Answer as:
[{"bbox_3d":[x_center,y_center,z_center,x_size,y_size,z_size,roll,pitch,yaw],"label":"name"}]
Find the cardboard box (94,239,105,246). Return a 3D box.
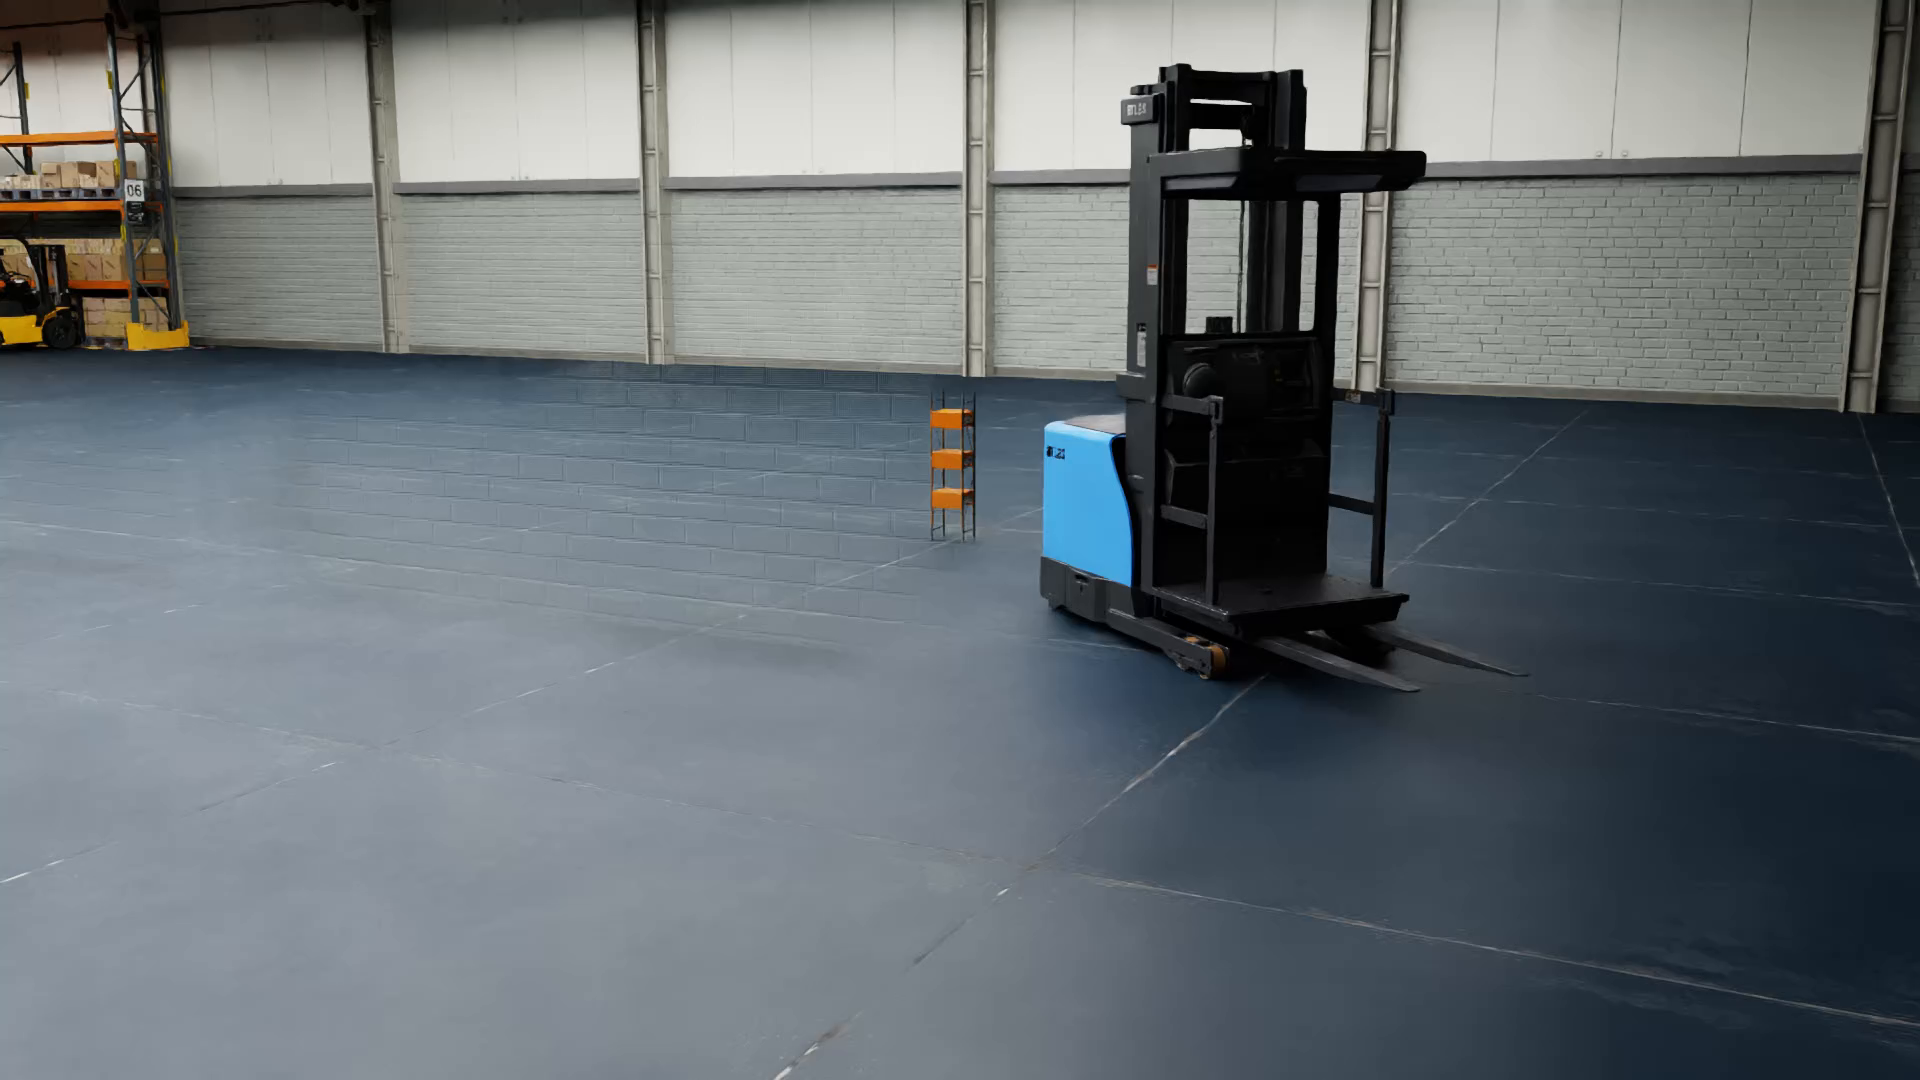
[{"bbox_3d":[-16.530,-5.766,32.227,0.250,0.149,0.380,5,12,27],"label":"cardboard box"}]

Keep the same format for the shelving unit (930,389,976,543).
[{"bbox_3d":[-0.048,-0.521,11.660,0.252,1.050,0.215,5,11,26],"label":"shelving unit"}]

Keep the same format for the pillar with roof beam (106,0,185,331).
[{"bbox_3d":[-17.765,-7.689,28.946,0.548,9.000,9.100,5,11,26],"label":"pillar with roof beam"}]

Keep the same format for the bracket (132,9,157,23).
[{"bbox_3d":[-15.645,-10.058,31.930,0.430,0.232,0.235,5,11,26],"label":"bracket"}]

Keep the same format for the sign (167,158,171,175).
[{"bbox_3d":[-15.383,-7.259,32.316,0.005,0.325,0.100,5,11,26],"label":"sign"}]

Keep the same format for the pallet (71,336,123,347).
[{"bbox_3d":[-17.429,-4.003,33.257,1.213,0.211,1.003,5,11,26],"label":"pallet"}]

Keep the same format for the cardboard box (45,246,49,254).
[{"bbox_3d":[-17.917,-5.737,32.902,0.250,0.149,0.380,5,11,24],"label":"cardboard box"}]

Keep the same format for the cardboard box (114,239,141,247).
[{"bbox_3d":[-16.049,-5.735,32.057,0.250,0.149,0.380,5,11,26],"label":"cardboard box"}]

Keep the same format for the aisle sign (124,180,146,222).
[{"bbox_3d":[-15.705,-6.453,31.661,0.004,0.787,0.394,5,11,26],"label":"aisle sign"}]

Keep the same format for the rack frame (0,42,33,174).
[{"bbox_3d":[-19.221,-8.493,33.388,0.127,3.000,1.000,5,11,26],"label":"rack frame"}]

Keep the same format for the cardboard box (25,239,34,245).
[{"bbox_3d":[-18.374,-5.921,33.088,0.250,0.149,0.380,5,12,27],"label":"cardboard box"}]

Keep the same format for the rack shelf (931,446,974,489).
[{"bbox_3d":[-0.048,-0.510,11.662,0.240,0.259,0.215,5,11,26],"label":"rack shelf"}]

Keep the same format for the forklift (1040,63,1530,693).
[{"bbox_3d":[1.543,-0.857,8.235,1.130,2.935,3.031,-5,11,-25],"label":"forklift"}]

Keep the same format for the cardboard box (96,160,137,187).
[{"bbox_3d":[-16.139,-7.003,31.836,0.500,0.500,0.500,5,12,28],"label":"cardboard box"}]

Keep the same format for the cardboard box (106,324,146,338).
[{"bbox_3d":[-16.195,-4.066,32.314,0.500,0.250,0.500,5,11,26],"label":"cardboard box"}]

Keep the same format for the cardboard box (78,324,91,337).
[{"bbox_3d":[-17.082,-4.147,32.765,0.500,0.250,0.500,5,11,26],"label":"cardboard box"}]

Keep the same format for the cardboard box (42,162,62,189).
[{"bbox_3d":[-17.521,-7.153,32.658,0.637,0.503,0.797,5,12,28],"label":"cardboard box"}]

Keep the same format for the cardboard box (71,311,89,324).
[{"bbox_3d":[-17.126,-4.392,32.714,0.500,0.250,0.500,5,11,25],"label":"cardboard box"}]

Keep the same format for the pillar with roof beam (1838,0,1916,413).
[{"bbox_3d":[9.139,-5.325,15.884,0.400,9.000,9.100,5,11,26],"label":"pillar with roof beam"}]

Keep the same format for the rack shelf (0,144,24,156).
[{"bbox_3d":[-21.015,-8.100,34.358,4.000,0.370,1.077,5,11,26],"label":"rack shelf"}]

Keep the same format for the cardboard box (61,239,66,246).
[{"bbox_3d":[-17.427,-5.855,32.720,0.250,0.149,0.380,5,11,27],"label":"cardboard box"}]

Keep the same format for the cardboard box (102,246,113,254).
[{"bbox_3d":[-16.312,-5.592,32.103,0.250,0.149,0.380,5,12,27],"label":"cardboard box"}]

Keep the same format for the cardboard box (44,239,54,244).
[{"bbox_3d":[-17.877,-5.894,32.938,0.250,0.149,0.380,5,11,26],"label":"cardboard box"}]

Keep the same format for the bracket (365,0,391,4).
[{"bbox_3d":[-10.264,-9.585,29.318,0.430,0.232,0.235,5,11,26],"label":"bracket"}]

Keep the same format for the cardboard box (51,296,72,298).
[{"bbox_3d":[-18.021,-4.719,33.115,0.500,0.250,0.500,5,12,28],"label":"cardboard box"}]

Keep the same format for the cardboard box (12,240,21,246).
[{"bbox_3d":[-18.784,-5.980,33.410,0.250,0.149,0.380,5,11,27],"label":"cardboard box"}]

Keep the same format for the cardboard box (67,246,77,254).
[{"bbox_3d":[-17.230,-5.674,32.555,0.250,0.149,0.380,5,11,26],"label":"cardboard box"}]

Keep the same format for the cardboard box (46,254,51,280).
[{"bbox_3d":[-18.010,-5.435,33.058,0.500,0.500,0.500,5,11,25],"label":"cardboard box"}]

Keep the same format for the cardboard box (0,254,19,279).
[{"bbox_3d":[-18.939,-5.513,33.490,0.500,0.500,0.500,5,11,24],"label":"cardboard box"}]

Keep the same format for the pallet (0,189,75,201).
[{"bbox_3d":[-18.445,-6.910,33.314,1.213,0.211,1.003,5,11,26],"label":"pallet"}]

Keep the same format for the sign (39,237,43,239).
[{"bbox_3d":[-18.977,-6.094,34.329,0.005,0.325,0.100,5,11,26],"label":"sign"}]

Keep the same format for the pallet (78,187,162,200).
[{"bbox_3d":[-16.257,-6.718,32.252,1.213,0.211,1.003,5,11,26],"label":"pallet"}]

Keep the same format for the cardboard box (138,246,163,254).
[{"bbox_3d":[-15.824,-5.662,32.491,0.250,0.149,0.380,5,11,24],"label":"cardboard box"}]

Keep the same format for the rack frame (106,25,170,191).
[{"bbox_3d":[-15.634,-8.178,31.646,0.127,3.000,1.000,5,11,26],"label":"rack frame"}]

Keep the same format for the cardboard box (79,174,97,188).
[{"bbox_3d":[-16.739,-6.928,32.082,0.258,0.266,0.396,5,11,26],"label":"cardboard box"}]

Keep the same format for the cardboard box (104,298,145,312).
[{"bbox_3d":[-16.185,-4.558,32.224,0.500,0.250,0.500,5,12,28],"label":"cardboard box"}]

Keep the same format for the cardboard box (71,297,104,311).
[{"bbox_3d":[-17.103,-4.635,32.652,0.500,0.250,0.500,5,11,27],"label":"cardboard box"}]

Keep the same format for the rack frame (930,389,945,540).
[{"bbox_3d":[-0.157,-0.530,11.713,0.008,1.050,0.200,5,11,26],"label":"rack frame"}]

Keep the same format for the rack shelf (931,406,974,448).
[{"bbox_3d":[-0.048,-0.790,11.611,0.240,0.259,0.215,5,11,26],"label":"rack shelf"}]

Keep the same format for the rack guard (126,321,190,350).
[{"bbox_3d":[-15.613,-3.994,32.393,0.348,0.500,1.175,5,11,26],"label":"rack guard"}]

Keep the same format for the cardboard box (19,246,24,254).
[{"bbox_3d":[-18.573,-5.806,33.284,0.250,0.149,0.380,5,11,26],"label":"cardboard box"}]

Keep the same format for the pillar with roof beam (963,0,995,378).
[{"bbox_3d":[-1.623,-6.270,21.109,0.400,9.000,9.100,5,11,26],"label":"pillar with roof beam"}]

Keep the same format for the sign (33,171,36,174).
[{"bbox_3d":[-18.977,-7.399,34.092,0.005,0.325,0.100,5,11,26],"label":"sign"}]

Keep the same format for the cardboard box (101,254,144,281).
[{"bbox_3d":[-16.192,-5.272,32.154,0.500,0.500,0.500,5,11,25],"label":"cardboard box"}]

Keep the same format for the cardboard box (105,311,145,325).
[{"bbox_3d":[-16.209,-4.314,32.280,0.500,0.250,0.500,5,11,25],"label":"cardboard box"}]

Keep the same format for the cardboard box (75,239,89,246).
[{"bbox_3d":[-17.003,-5.800,32.417,0.250,0.149,0.380,5,12,27],"label":"cardboard box"}]

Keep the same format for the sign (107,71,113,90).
[{"bbox_3d":[-15.887,-8.591,31.083,0.005,0.325,0.100,5,11,26],"label":"sign"}]

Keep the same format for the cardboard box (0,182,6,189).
[{"bbox_3d":[-18.953,-7.065,33.168,0.250,0.149,0.380,5,12,27],"label":"cardboard box"}]

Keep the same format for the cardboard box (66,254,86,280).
[{"bbox_3d":[-17.113,-5.354,32.611,0.500,0.500,0.500,5,11,25],"label":"cardboard box"}]

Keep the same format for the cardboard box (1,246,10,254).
[{"bbox_3d":[-19.052,-5.842,33.485,0.250,0.149,0.380,5,11,25],"label":"cardboard box"}]

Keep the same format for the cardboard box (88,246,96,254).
[{"bbox_3d":[-16.734,-5.643,32.388,0.250,0.149,0.380,5,11,25],"label":"cardboard box"}]

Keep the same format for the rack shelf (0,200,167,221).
[{"bbox_3d":[-17.428,-6.505,32.848,4.000,0.370,1.077,5,11,26],"label":"rack shelf"}]

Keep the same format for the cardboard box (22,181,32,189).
[{"bbox_3d":[-18.264,-7.005,32.833,0.250,0.149,0.380,5,12,28],"label":"cardboard box"}]

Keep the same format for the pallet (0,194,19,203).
[{"bbox_3d":[-20.018,-6.990,34.045,1.217,0.209,0.805,5,11,24],"label":"pallet"}]

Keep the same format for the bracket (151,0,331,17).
[{"bbox_3d":[-13.319,-9.854,30.801,4.783,0.066,0.076,5,11,26],"label":"bracket"}]
